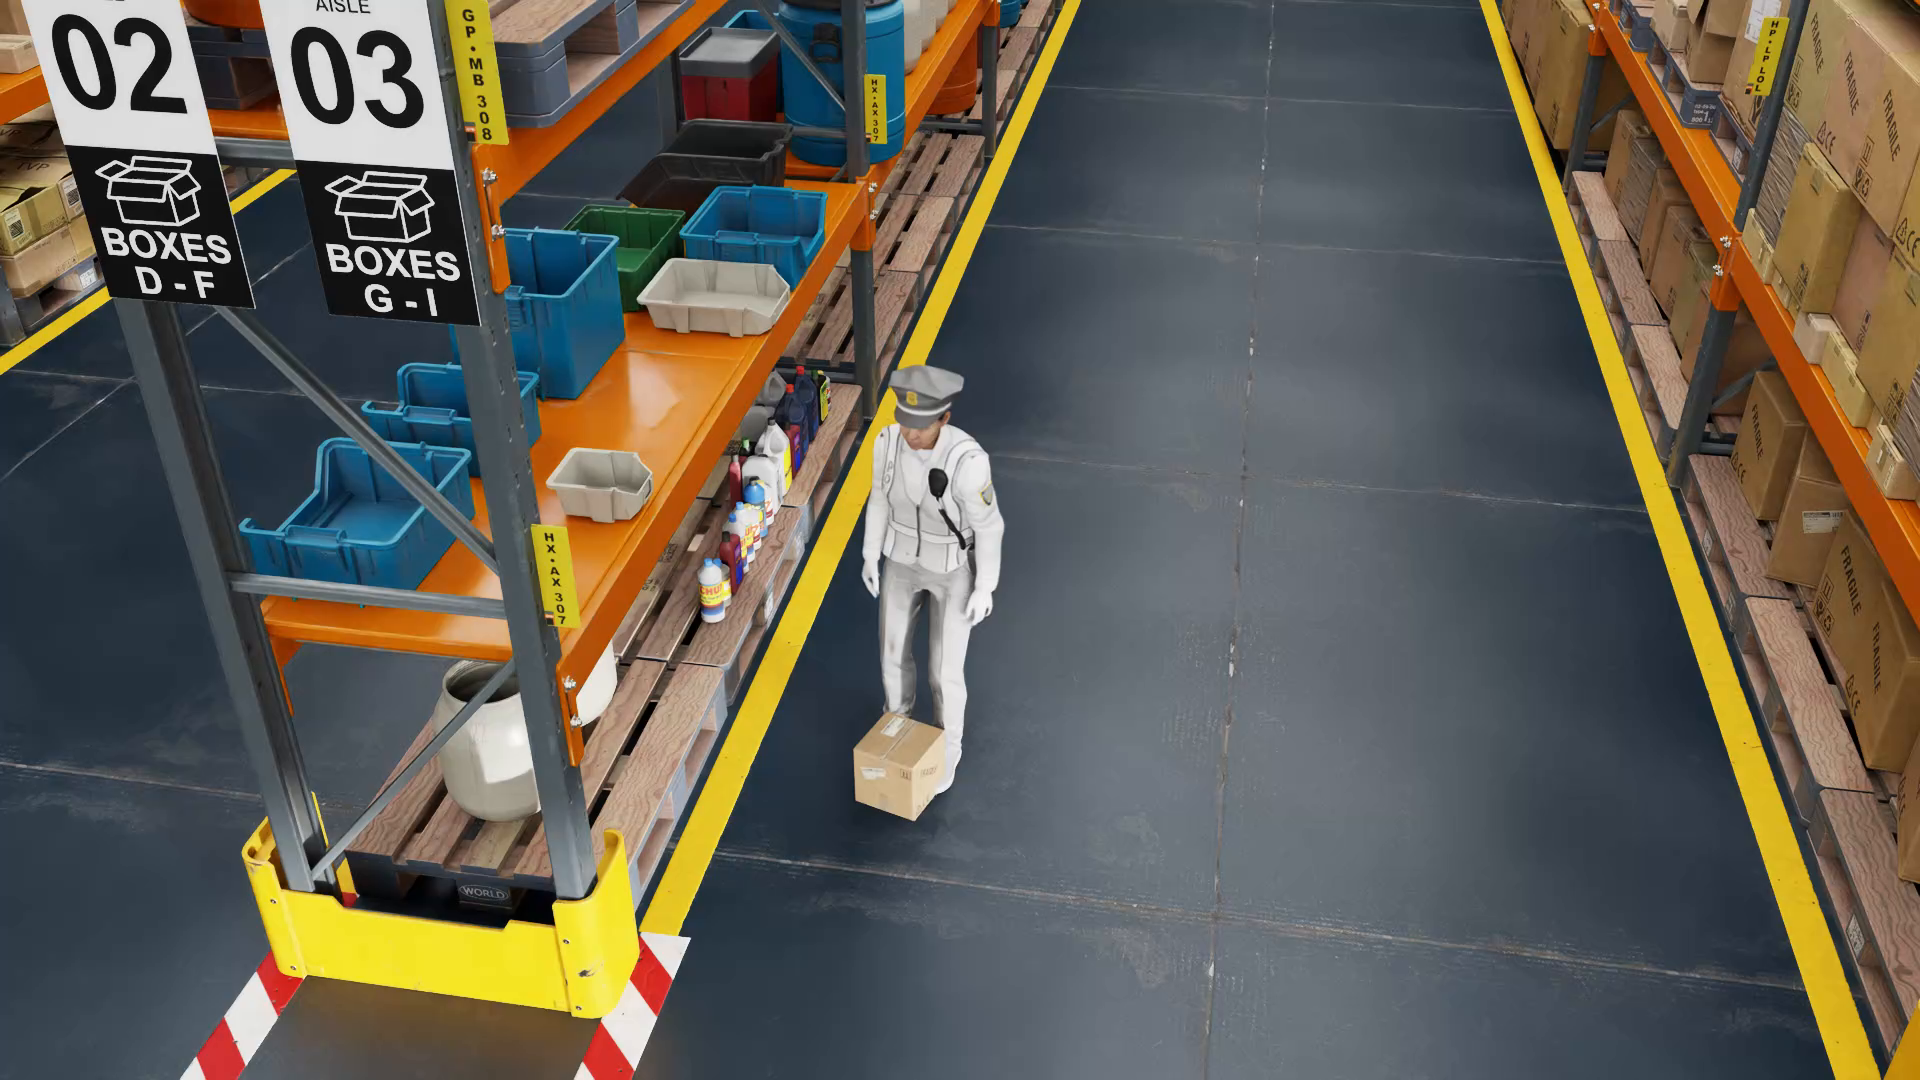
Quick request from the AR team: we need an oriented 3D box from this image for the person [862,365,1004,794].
[{"bbox_3d":[-0.119,0.132,5.929,0.529,1.662,0.414,15,35,22],"label":"person"}]
